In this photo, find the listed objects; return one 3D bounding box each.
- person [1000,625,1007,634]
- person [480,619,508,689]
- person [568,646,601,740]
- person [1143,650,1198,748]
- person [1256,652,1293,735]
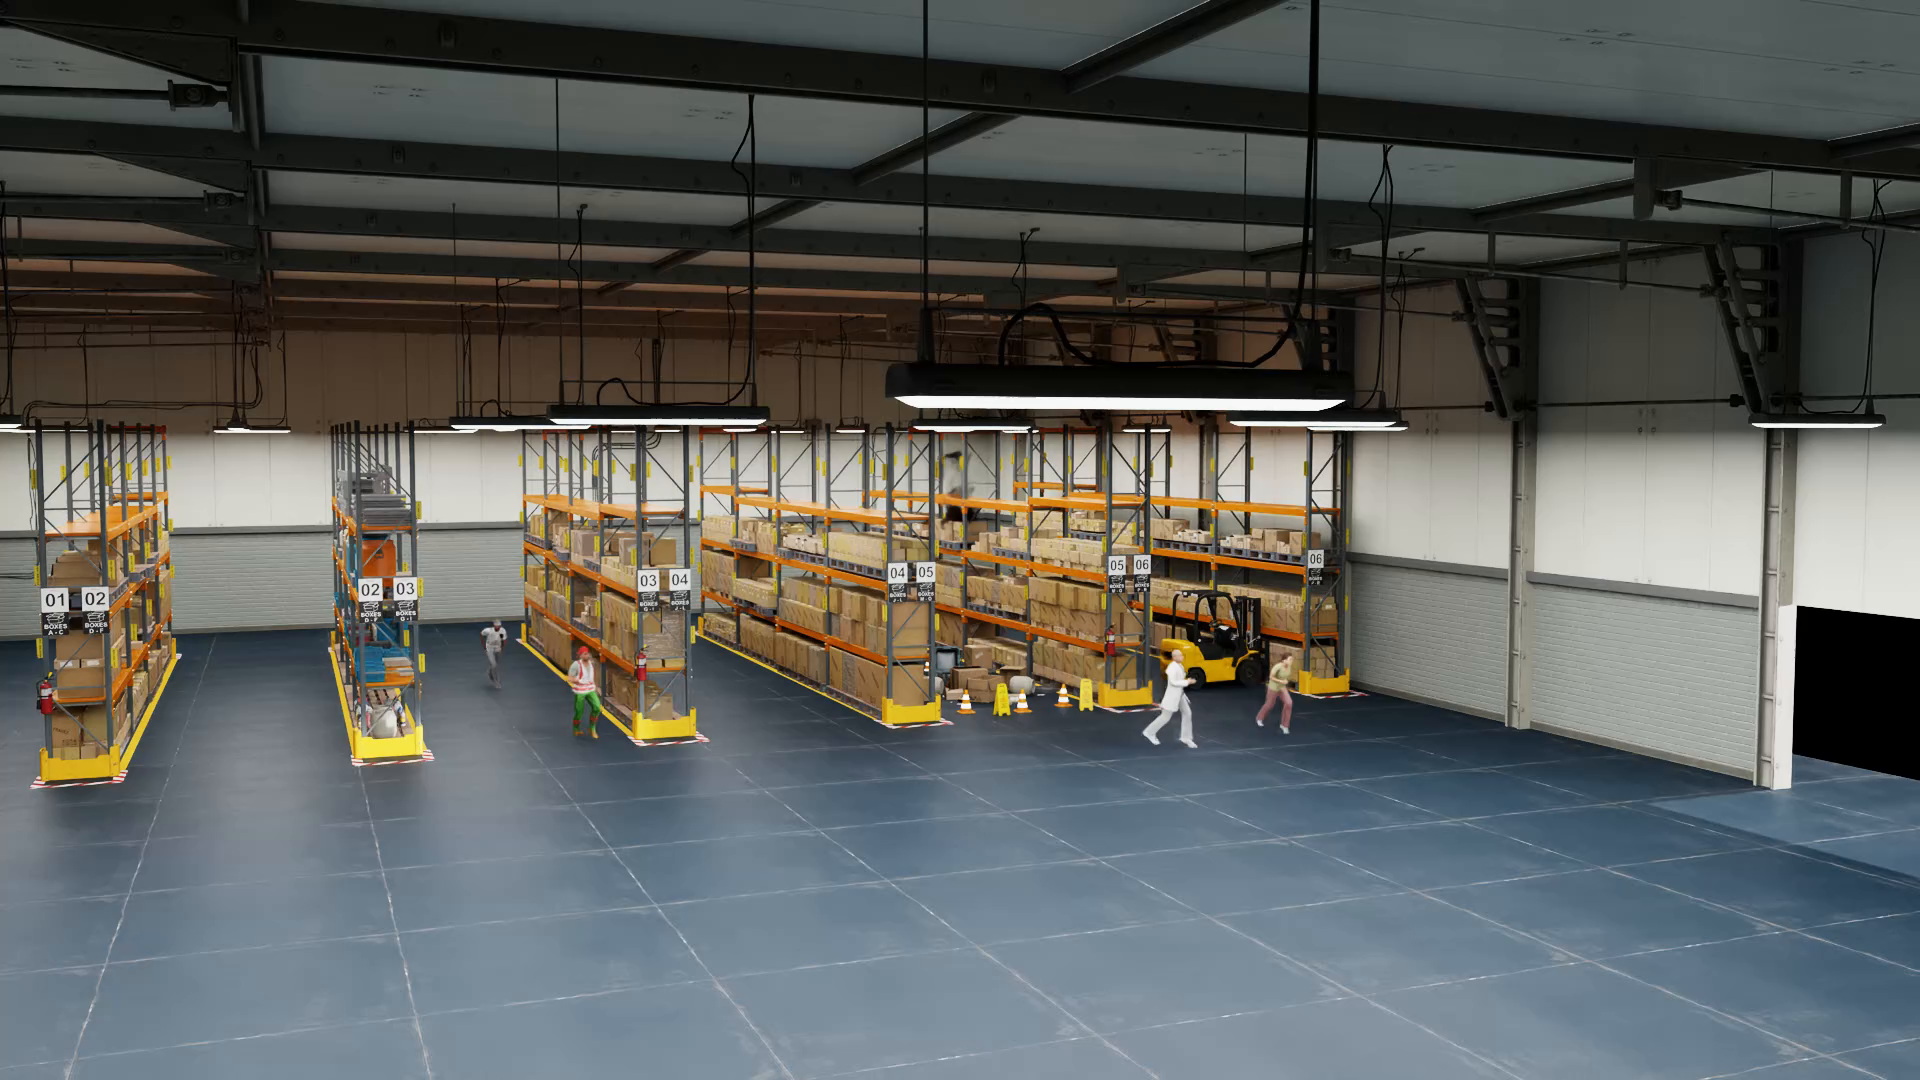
[{"bbox_3d":[1.040,1.917,47.860,0.519,1.707,0.799,-2,4,-35],"label":"person"},{"bbox_3d":[-10.665,2.581,37.969,0.612,1.625,0.974,-2,4,-28],"label":"person"},{"bbox_3d":[-7.089,2.882,31.359,0.670,1.782,0.794,-3,5,-40],"label":"person"},{"bbox_3d":[3.895,2.920,30.638,1.002,1.829,0.728,2,4,25],"label":"person"},{"bbox_3d":[6.103,2.942,32.243,0.619,1.624,0.950,-2,4,-34],"label":"person"}]
